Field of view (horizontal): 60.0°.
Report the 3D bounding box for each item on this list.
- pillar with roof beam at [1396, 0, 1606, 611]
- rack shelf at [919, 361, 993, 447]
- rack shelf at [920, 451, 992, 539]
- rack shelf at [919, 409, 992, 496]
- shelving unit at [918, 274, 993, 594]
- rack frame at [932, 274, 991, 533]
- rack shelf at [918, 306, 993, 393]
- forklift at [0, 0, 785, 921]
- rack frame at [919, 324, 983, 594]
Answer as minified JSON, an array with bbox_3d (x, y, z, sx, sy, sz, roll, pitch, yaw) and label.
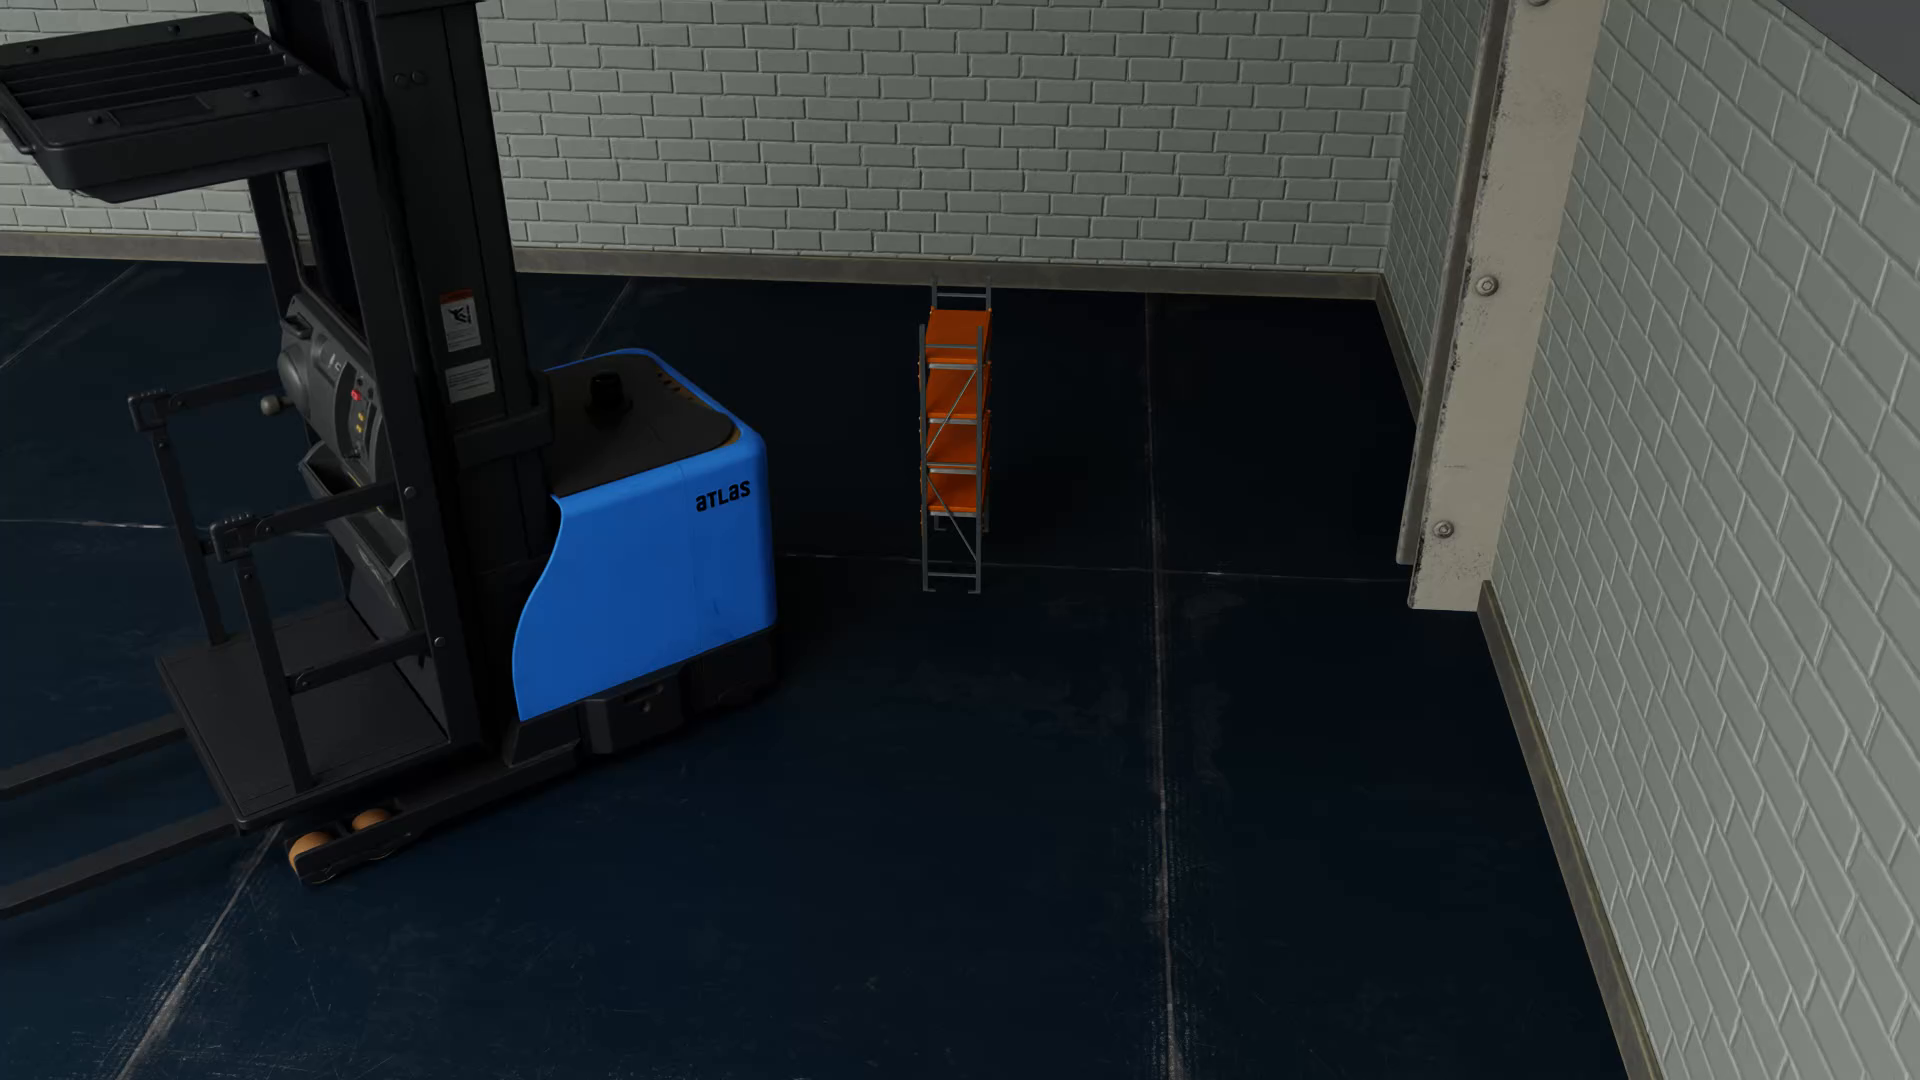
[{"bbox_3d":[-2.285,-3.833,4.893,9.100,9.000,0.400,2,32,4],"label":"pillar with roof beam"},{"bbox_3d":[-0.013,-0.557,6.713,0.258,0.148,0.480,2,32,4],"label":"rack shelf"},{"bbox_3d":[-0.013,-0.198,6.934,0.258,0.148,0.480,2,32,4],"label":"rack shelf"},{"bbox_3d":[-0.013,-0.367,6.830,0.258,0.148,0.480,2,32,4],"label":"rack shelf"},{"bbox_3d":[-0.013,-0.424,6.795,0.258,1.200,0.503,2,32,4],"label":"shelving unit"},{"bbox_3d":[0.006,-0.552,7.002,0.240,1.200,0.015,2,32,4],"label":"rack frame"},{"bbox_3d":[-0.013,-0.759,6.589,0.258,0.148,0.480,2,32,4],"label":"rack shelf"},{"bbox_3d":[-2.158,-0.443,5.175,3.031,2.935,1.130,-21,37,-30],"label":"forklift"},{"bbox_3d":[-0.033,-0.297,6.588,0.240,1.200,0.015,2,32,4],"label":"rack frame"}]
